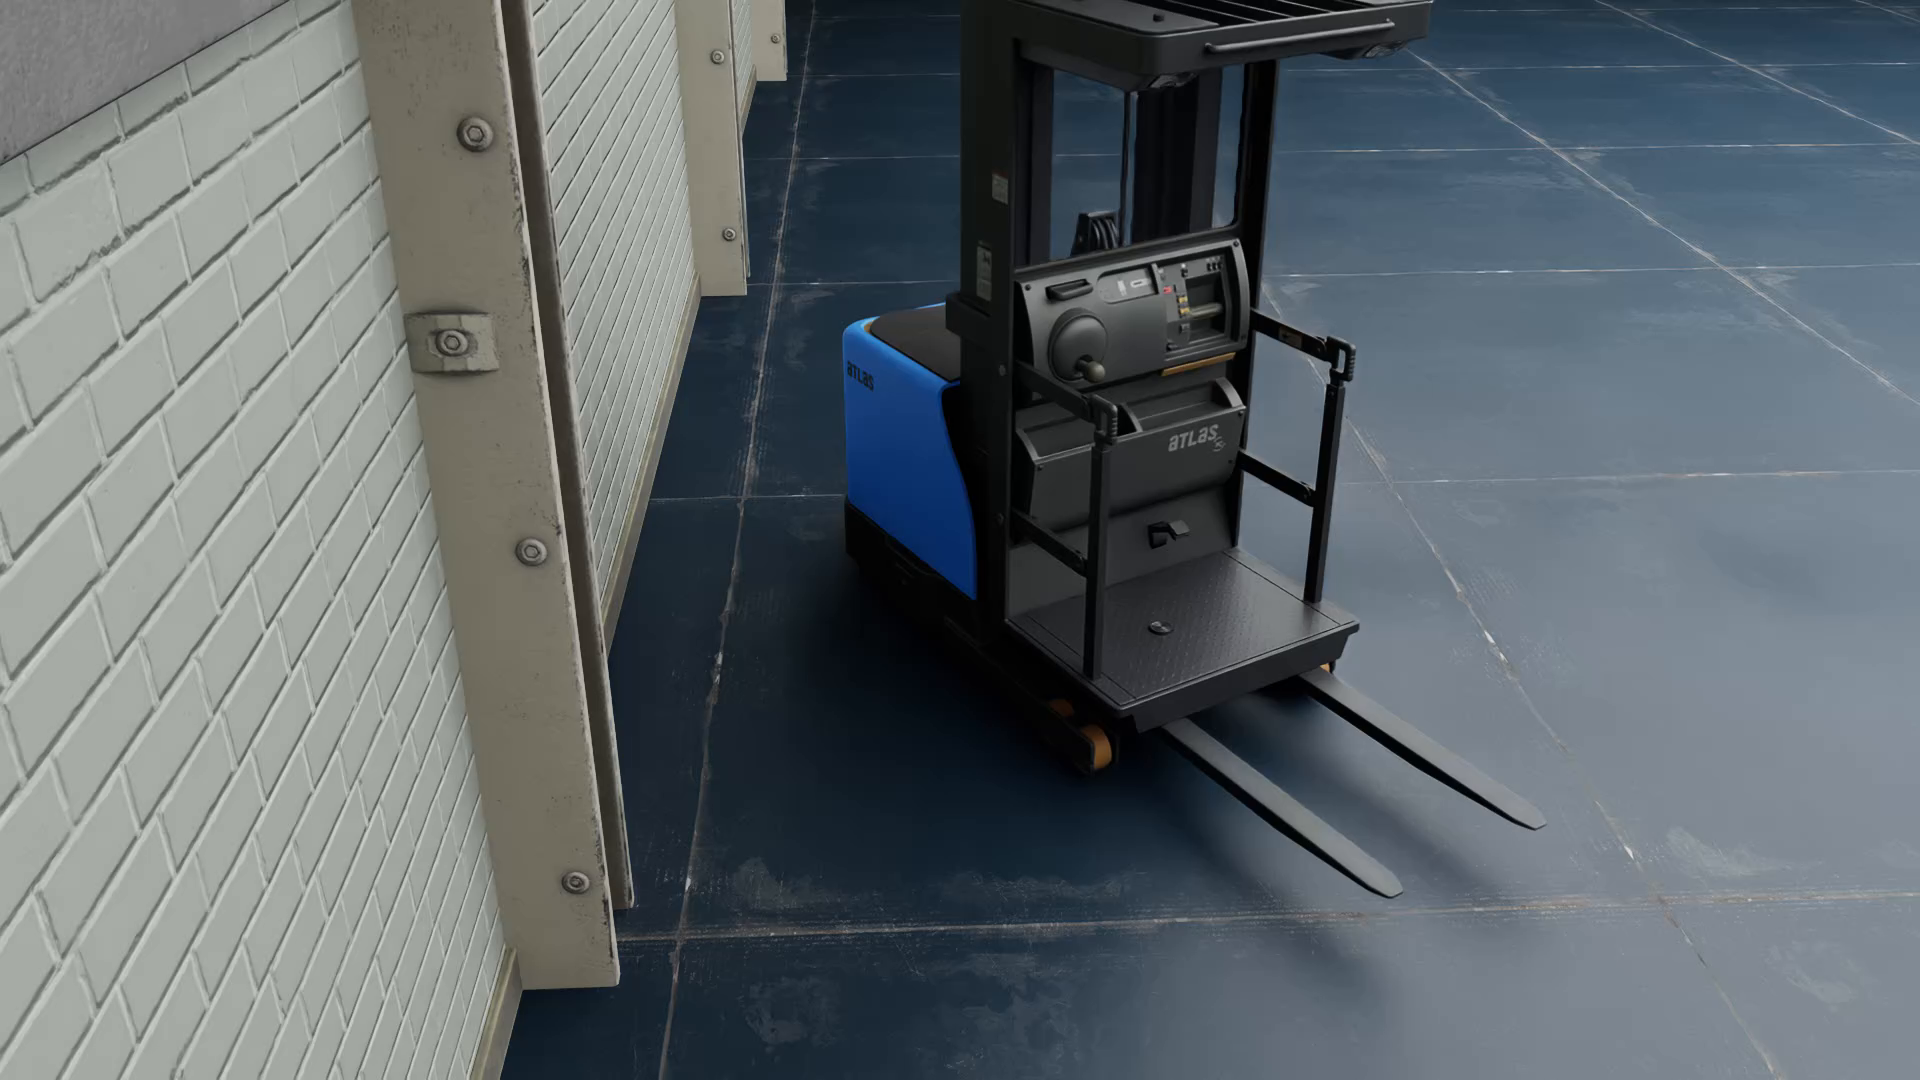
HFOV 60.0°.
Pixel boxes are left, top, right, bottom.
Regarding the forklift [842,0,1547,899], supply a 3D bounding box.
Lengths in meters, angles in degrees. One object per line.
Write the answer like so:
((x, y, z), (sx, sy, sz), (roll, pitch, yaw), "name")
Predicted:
((0.722, -0.746, 5.512), (1.130, 2.935, 3.031), (-16, 32, -28), "forklift")

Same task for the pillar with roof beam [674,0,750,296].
((2.836, -5.669, 8.388), (9.100, 9.000, 0.400), (-1, 28, -3), "pillar with roof beam")

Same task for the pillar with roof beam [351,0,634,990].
((3.149, -2.898, 3.075), (9.100, 9.000, 0.400), (-1, 28, -3), "pillar with roof beam")

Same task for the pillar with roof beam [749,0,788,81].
((2.523, -8.439, 13.700), (9.100, 9.000, 0.400), (-1, 28, -3), "pillar with roof beam")
